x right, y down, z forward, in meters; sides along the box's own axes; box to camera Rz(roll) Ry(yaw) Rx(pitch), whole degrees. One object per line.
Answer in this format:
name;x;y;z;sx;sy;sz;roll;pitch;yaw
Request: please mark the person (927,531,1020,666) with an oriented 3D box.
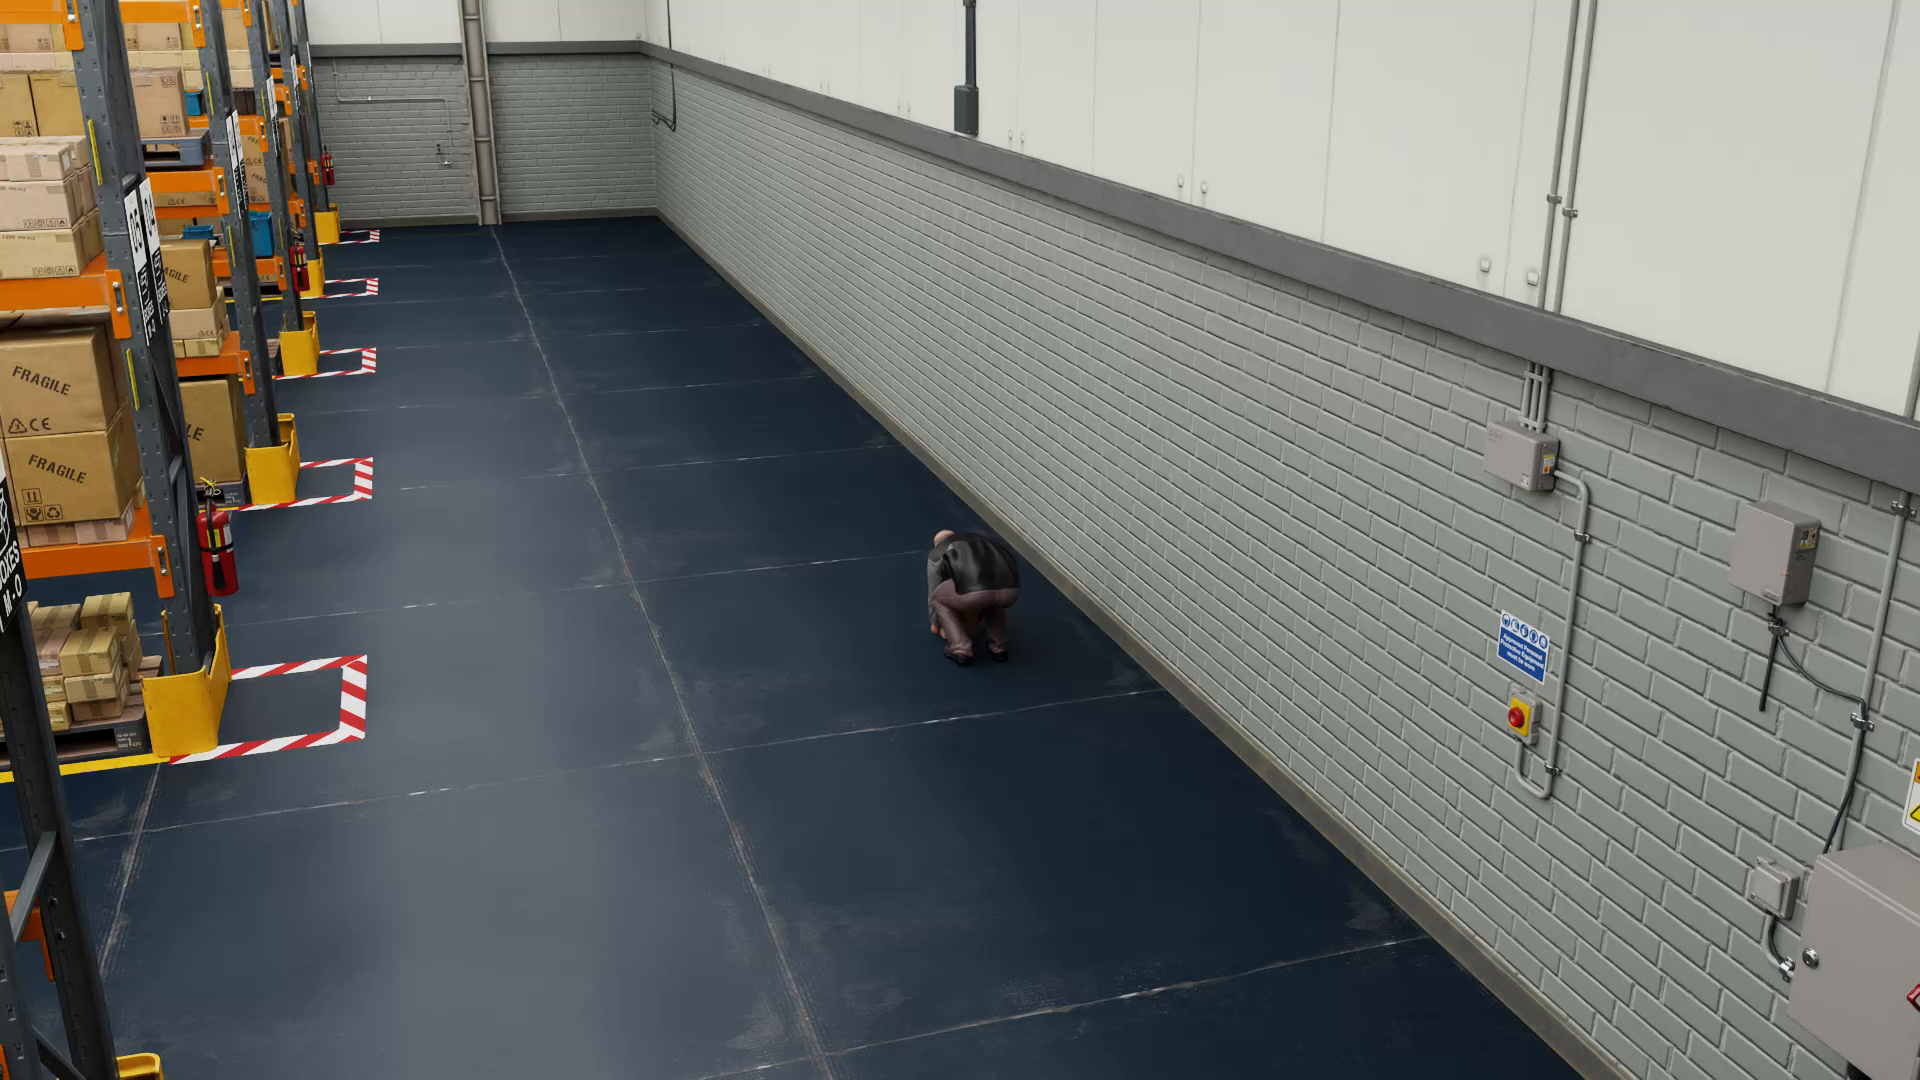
person;0.059;0.355;11.124;0.508;0.825;0.951;-7;20;-19
